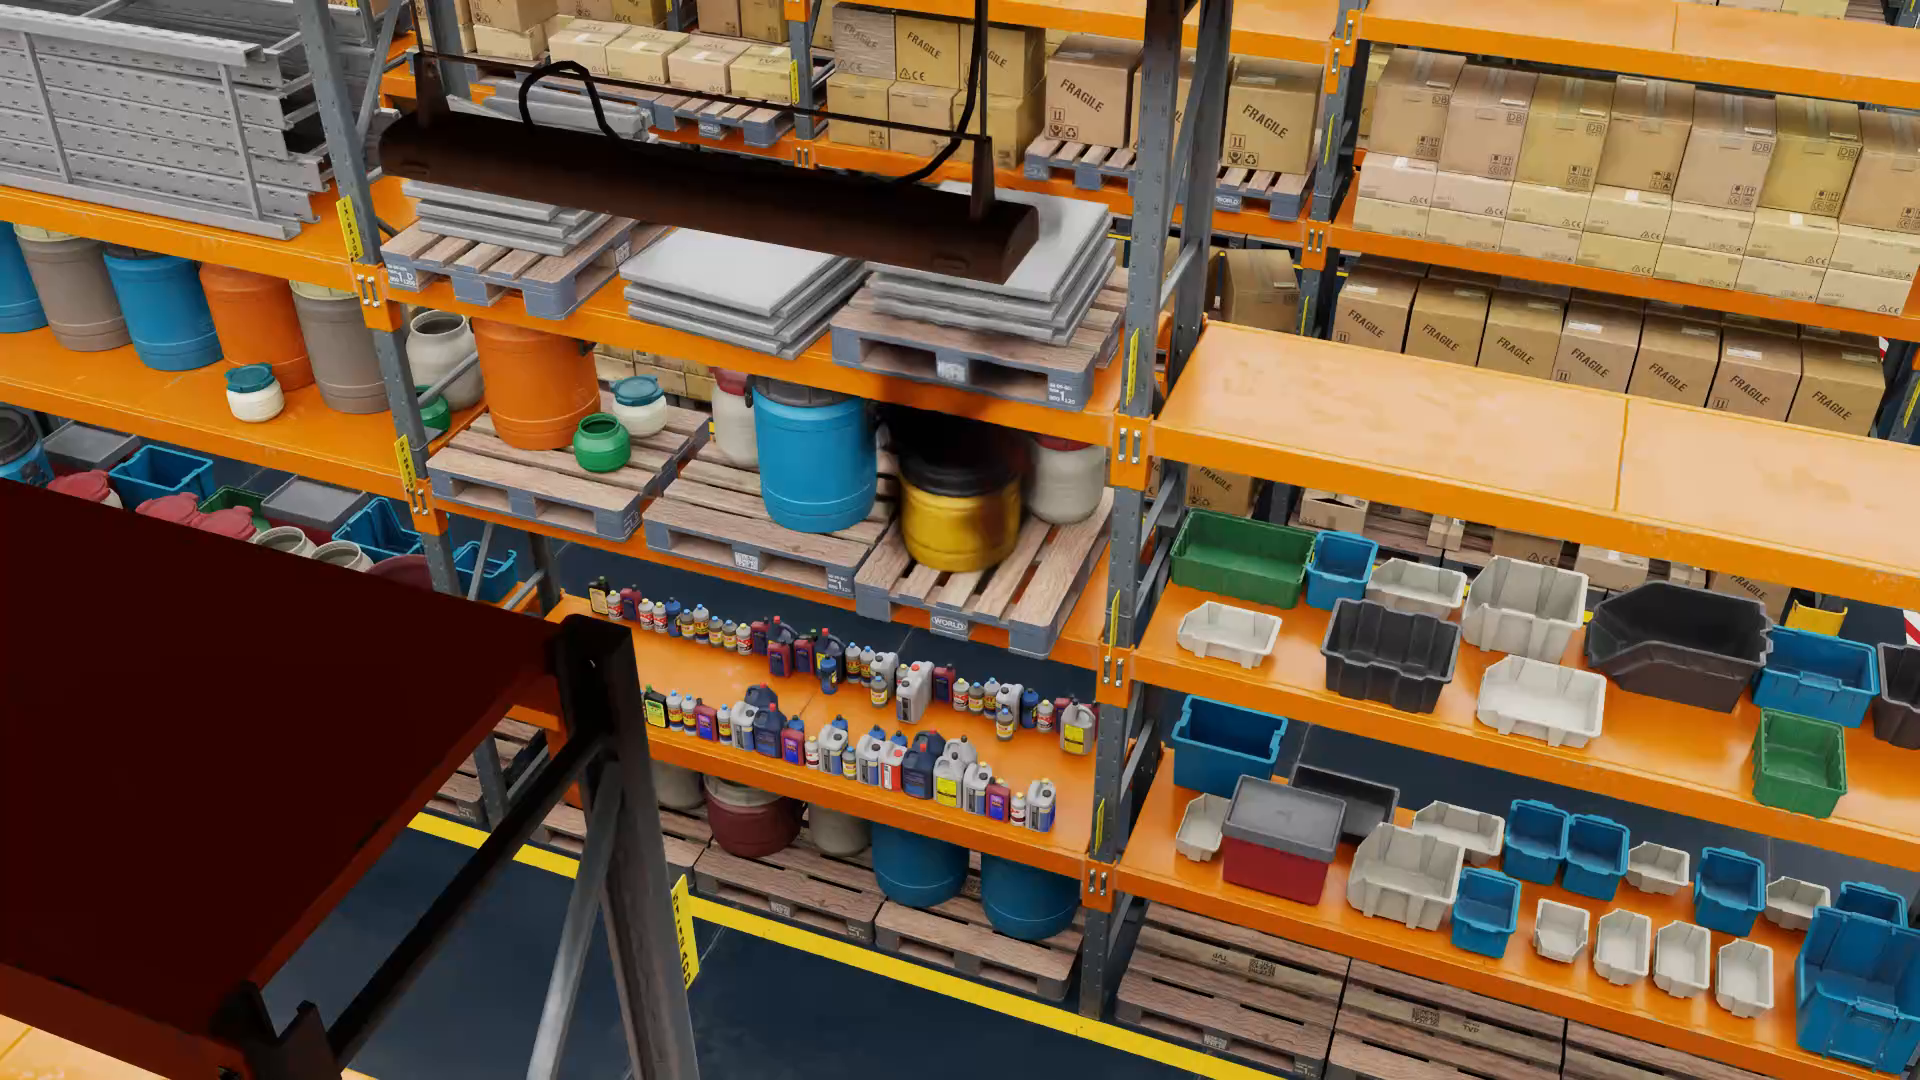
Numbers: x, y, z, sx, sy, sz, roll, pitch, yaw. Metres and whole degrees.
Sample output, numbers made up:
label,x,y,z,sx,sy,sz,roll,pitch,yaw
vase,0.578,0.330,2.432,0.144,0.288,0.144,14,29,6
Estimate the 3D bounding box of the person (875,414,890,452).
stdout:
label,x,y,z,sx,sy,sz,roll,pitch,yaw
person,-0.730,-0.338,11.922,0.557,1.773,0.640,9,37,11
